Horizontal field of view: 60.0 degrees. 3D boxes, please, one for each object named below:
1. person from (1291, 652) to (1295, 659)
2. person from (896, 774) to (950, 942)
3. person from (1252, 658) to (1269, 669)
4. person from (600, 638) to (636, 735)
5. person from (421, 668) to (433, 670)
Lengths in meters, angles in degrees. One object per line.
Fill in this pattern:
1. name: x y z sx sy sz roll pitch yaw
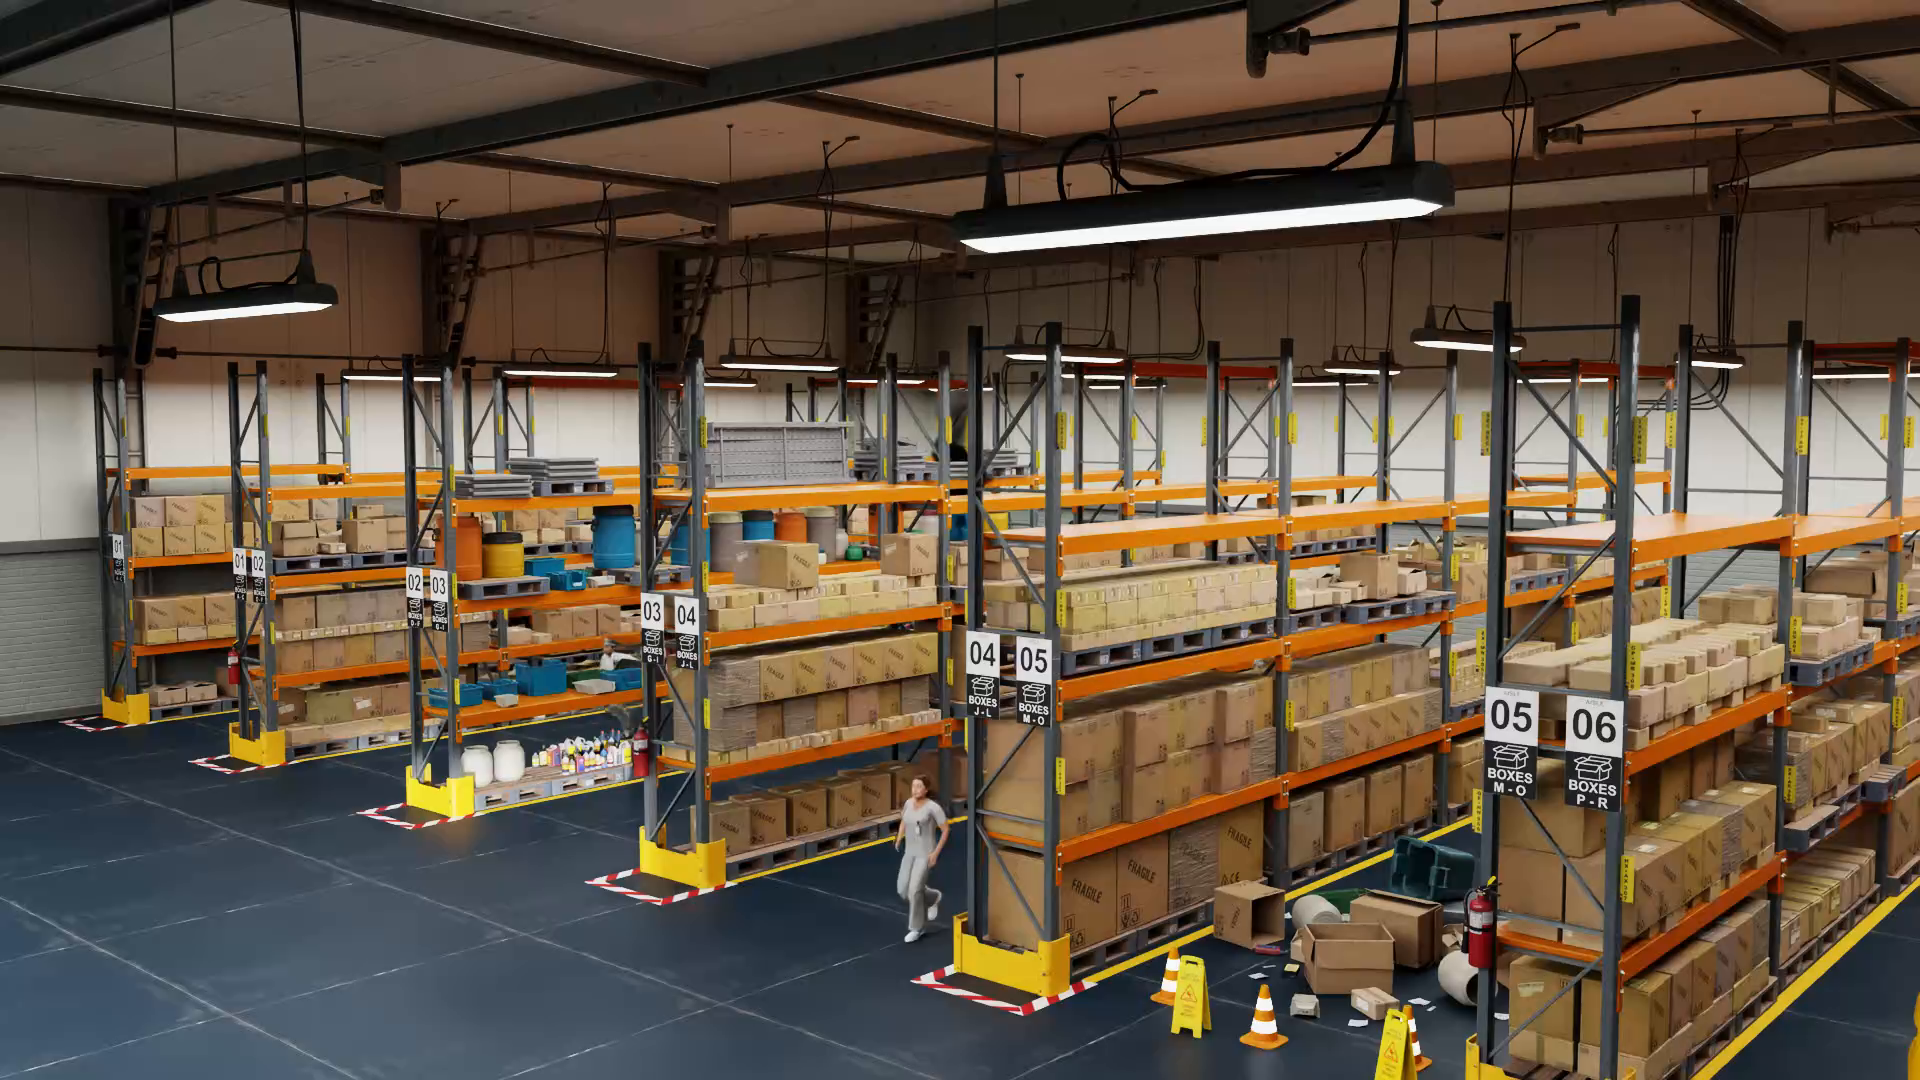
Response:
1. person: 4.984 2.459 25.249 0.562 1.719 0.857 4 6 41
2. person: -0.370 3.143 16.599 0.597 1.647 0.564 4 5 40
3. person: 4.337 2.534 23.934 0.686 1.778 0.975 3 5 38
4. person: -5.557 2.371 26.823 0.602 1.619 0.729 3 5 34
5. person: -9.414 2.103 29.108 0.691 1.789 1.045 3 5 37
